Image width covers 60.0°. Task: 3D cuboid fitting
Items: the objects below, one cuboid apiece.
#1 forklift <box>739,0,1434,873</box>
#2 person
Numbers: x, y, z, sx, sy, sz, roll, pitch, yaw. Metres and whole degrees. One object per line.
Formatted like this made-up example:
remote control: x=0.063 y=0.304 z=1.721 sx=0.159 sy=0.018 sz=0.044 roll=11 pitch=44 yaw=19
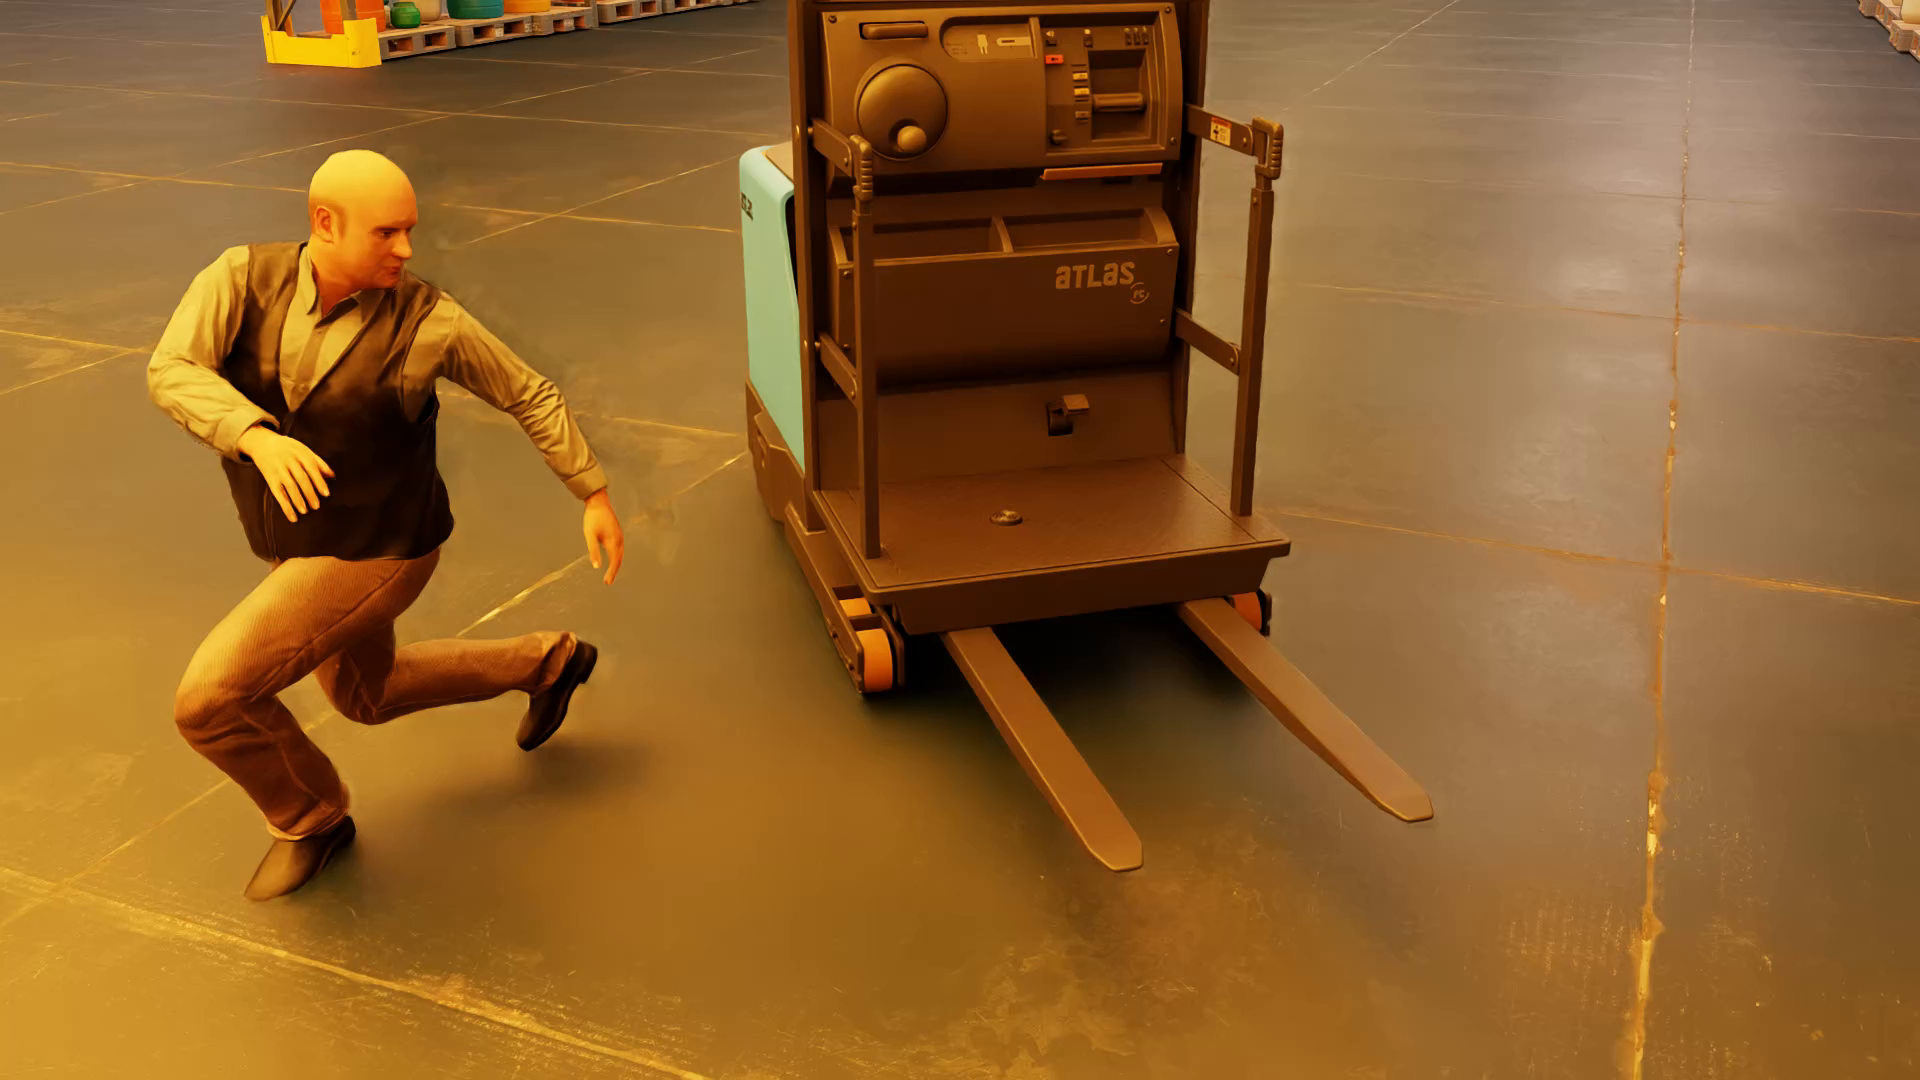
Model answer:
forklift: x=0.180 y=-1.134 z=4.006 sx=1.130 sy=2.935 sz=3.031 roll=-6 pitch=24 yaw=-15
person: x=-1.145 y=-0.041 z=3.363 sx=0.669 sy=1.490 sz=0.933 roll=15 pitch=27 yaw=31
